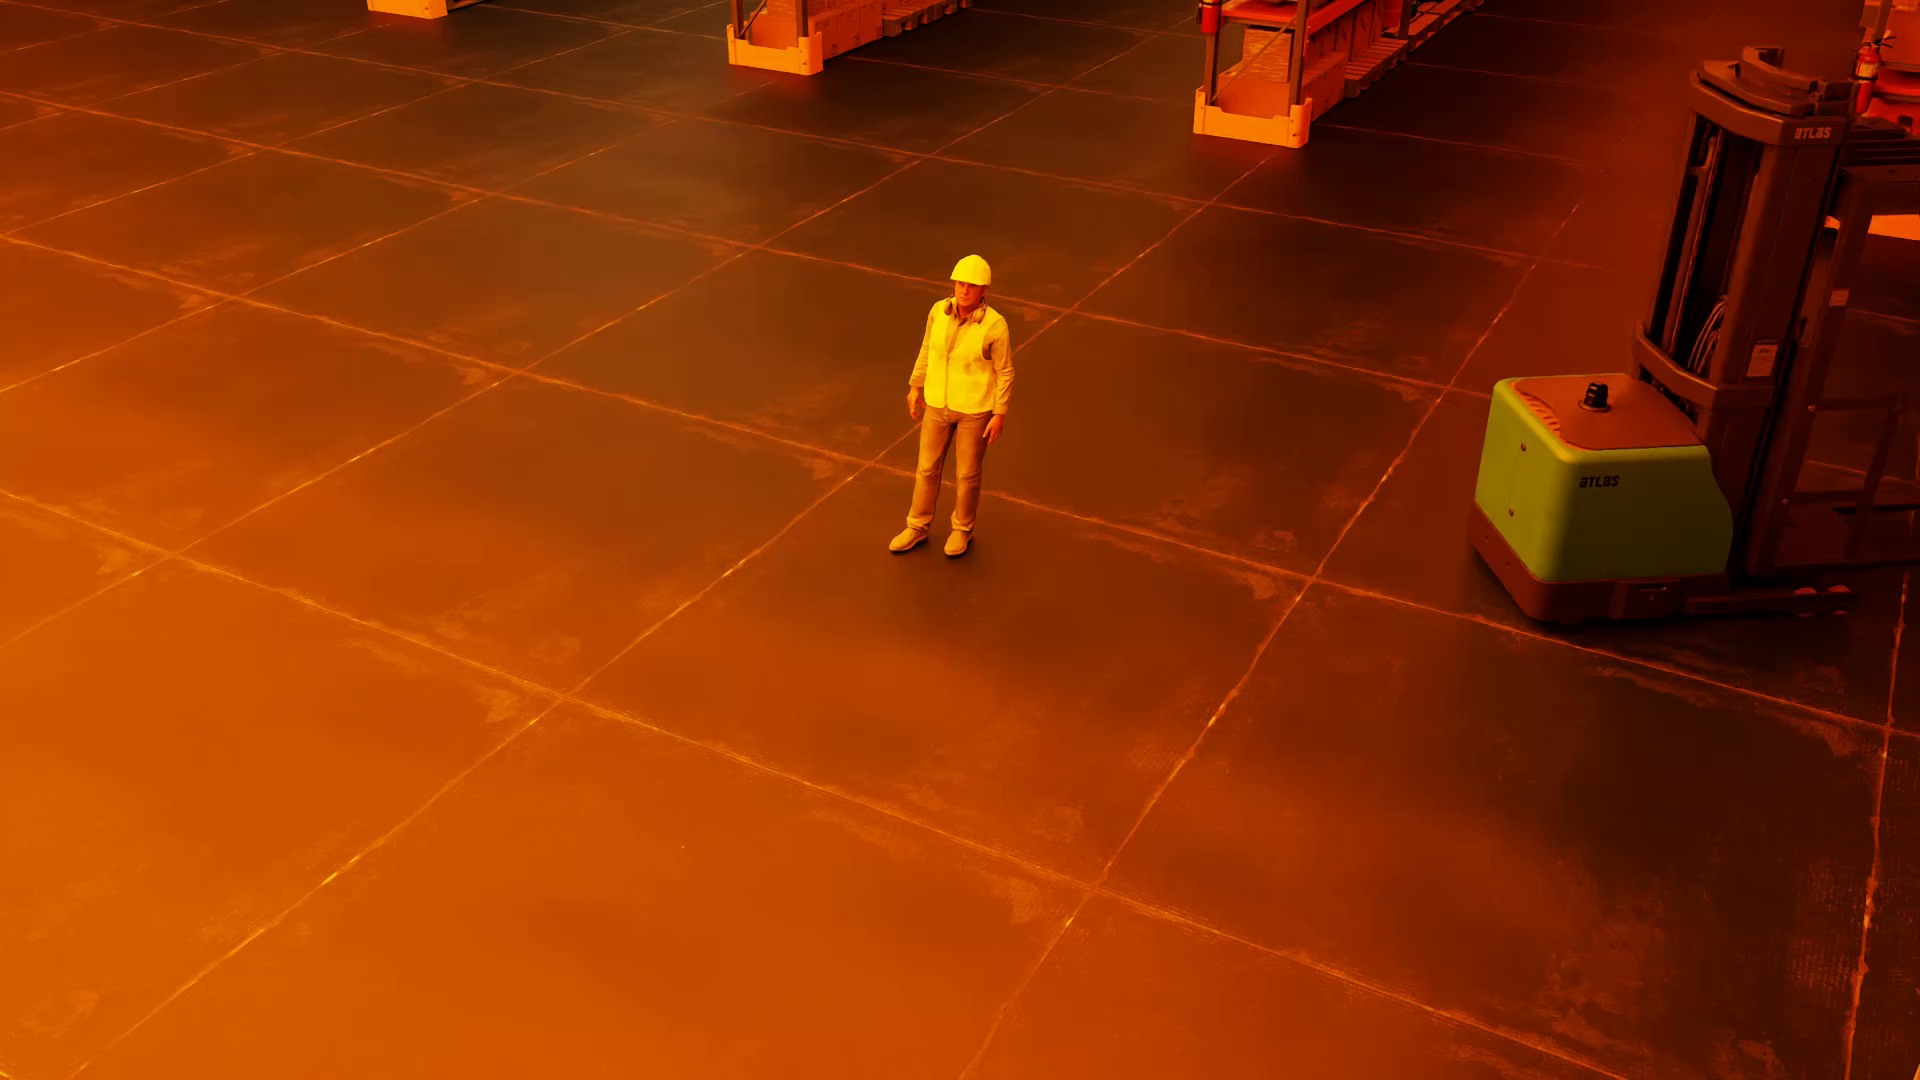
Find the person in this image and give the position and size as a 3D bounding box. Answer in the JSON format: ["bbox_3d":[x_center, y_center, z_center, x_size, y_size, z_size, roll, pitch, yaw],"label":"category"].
[{"bbox_3d":[-0.037,-0.750,9.512,0.632,1.773,0.568,15,33,25],"label":"person"}]

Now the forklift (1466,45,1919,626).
[{"bbox_3d":[4.567,-1.100,8.977,3.031,2.935,1.130,-3,30,-5],"label":"forklift"}]
